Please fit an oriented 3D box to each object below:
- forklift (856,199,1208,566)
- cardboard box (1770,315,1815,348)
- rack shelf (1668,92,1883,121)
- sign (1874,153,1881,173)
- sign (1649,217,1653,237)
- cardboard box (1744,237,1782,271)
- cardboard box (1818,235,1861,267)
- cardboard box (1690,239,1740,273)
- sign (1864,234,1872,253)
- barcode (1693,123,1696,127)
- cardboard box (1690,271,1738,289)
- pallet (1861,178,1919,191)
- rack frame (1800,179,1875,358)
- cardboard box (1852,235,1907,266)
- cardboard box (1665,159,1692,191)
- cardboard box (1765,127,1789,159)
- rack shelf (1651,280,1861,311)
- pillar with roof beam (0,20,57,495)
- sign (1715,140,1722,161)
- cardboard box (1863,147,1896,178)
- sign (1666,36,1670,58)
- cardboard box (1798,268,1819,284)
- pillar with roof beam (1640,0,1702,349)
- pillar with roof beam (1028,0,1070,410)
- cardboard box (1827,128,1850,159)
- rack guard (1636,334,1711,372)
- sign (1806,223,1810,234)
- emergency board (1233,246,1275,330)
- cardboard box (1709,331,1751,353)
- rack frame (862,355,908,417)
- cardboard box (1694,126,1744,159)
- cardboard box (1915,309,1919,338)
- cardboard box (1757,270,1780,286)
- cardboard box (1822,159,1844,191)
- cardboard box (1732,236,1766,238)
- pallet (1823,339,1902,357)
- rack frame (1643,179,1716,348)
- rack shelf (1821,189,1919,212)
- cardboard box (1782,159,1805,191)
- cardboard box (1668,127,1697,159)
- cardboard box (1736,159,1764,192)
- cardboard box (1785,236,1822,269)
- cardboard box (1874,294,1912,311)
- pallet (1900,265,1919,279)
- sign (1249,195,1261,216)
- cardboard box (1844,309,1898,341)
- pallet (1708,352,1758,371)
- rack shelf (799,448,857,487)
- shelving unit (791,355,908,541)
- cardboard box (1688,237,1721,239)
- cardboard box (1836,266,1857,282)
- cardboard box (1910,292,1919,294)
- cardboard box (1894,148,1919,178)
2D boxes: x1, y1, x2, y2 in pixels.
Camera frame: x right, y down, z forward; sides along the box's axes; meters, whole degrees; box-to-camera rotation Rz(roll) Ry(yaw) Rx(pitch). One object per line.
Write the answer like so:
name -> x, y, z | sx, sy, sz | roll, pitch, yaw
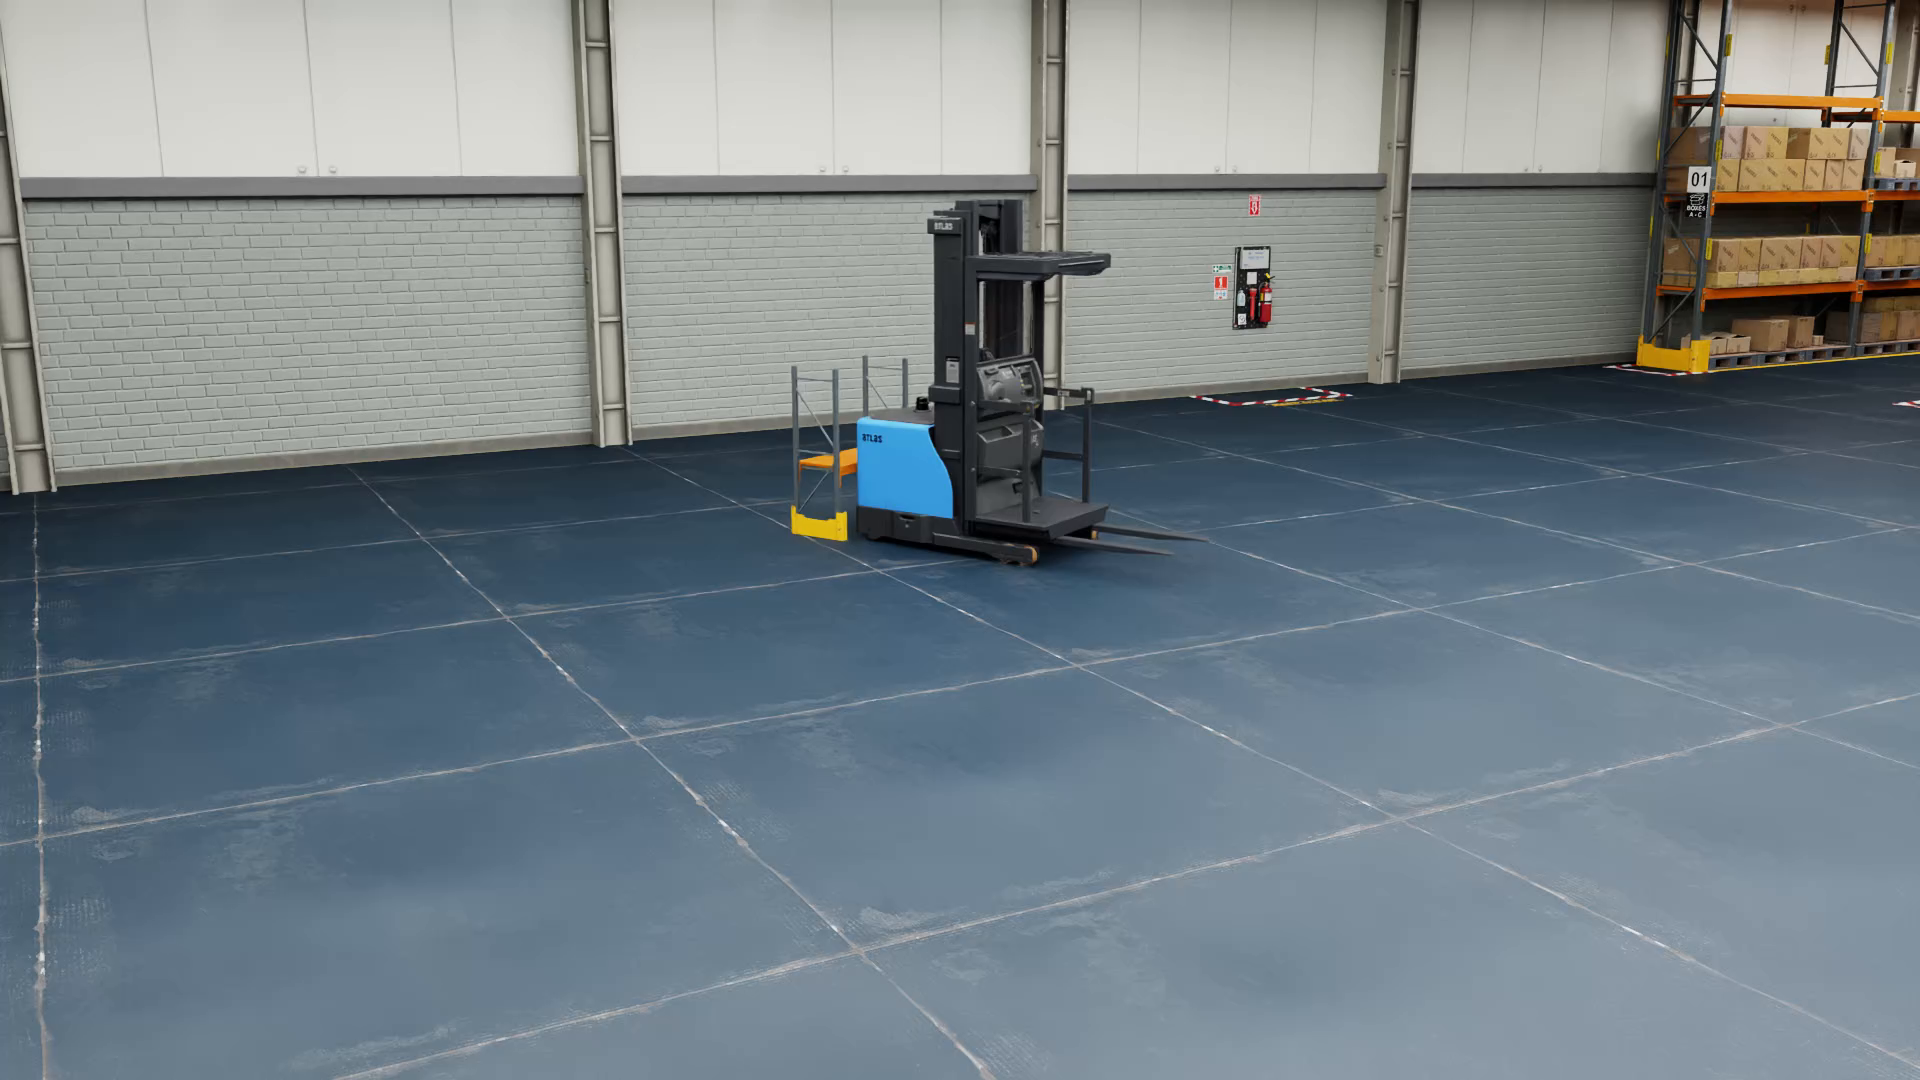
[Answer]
forklift -> 0.595, -1.345, 13.909 | 3.031, 2.935, 1.130 | 8, 15, 33
cardboard box -> 14.114, -3.549, 28.241 | 0.500, 0.500, 0.500 | -8, 15, -32
rack shelf -> 13.251, -7.035, 27.020 | 4.000, 0.370, 1.077 | -7, 14, -28
sign -> 15.273, -6.283, 27.687 | 0.005, 0.325, 0.100 | -7, 14, -28
sign -> 11.247, -5.079, 26.987 | 0.005, 0.325, 0.100 | -7, 14, -28
cardboard box -> 12.953, -4.648, 27.020 | 0.500, 0.500, 0.500 | -7, 15, -30
cardboard box -> 14.739, -4.864, 27.980 | 0.500, 0.500, 0.500 | -7, 14, -28
cardboard box -> 12.058, -4.545, 26.562 | 0.500, 0.500, 0.500 | -7, 14, -28
sign -> 15.273, -4.990, 27.978 | 0.005, 0.325, 0.100 | -7, 14, -28
barcode -> 11.879, -6.714, 26.908 | 0.075, 0.075, 0.001 | -7, 14, -28
cardboard box -> 12.076, -4.177, 26.634 | 0.500, 0.250, 0.500 | -7, 15, -29
pallet -> 15.599, -6.087, 28.422 | 1.003, 0.211, 1.213 | -7, 14, -28
rack frame -> 15.006, -4.671, 28.534 | 0.127, 3.000, 1.000 | -7, 14, -28
cardboard box -> 15.963, -5.039, 28.938 | 0.500, 0.500, 0.700 | -5, 14, -22
cardboard box -> 11.740, -5.865, 26.733 | 0.500, 0.500, 0.500 | -6, 14, -24
cardboard box -> 12.859, -6.353, 26.624 | 0.500, 0.500, 0.500 | -6, 14, -26
rack shelf -> 13.251, -4.110, 27.678 | 4.000, 0.370, 1.077 | -7, 14, -28
pillar with roof beam -> -7.308, -4.063, 12.168 | 0.400, 9.000, 9.100 | -7, 14, -28
sign -> 11.755, -6.036, 25.774 | 0.005, 0.325, 0.100 | -7, 14, -28
cardboard box -> 15.524, -6.430, 28.334 | 0.500, 0.500, 0.500 | -5, 13, -20
sign -> 11.247, -7.819, 26.370 | 0.005, 0.325, 0.100 | -7, 14, -28
cardboard box -> 13.860, -4.393, 27.593 | 0.500, 0.250, 0.500 | -7, 14, -28
pillar with roof beam -> 13.758, -6.588, 23.387 | 0.400, 9.000, 9.100 | -7, 14, -28
pillar with roof beam -> 3.225, -5.326, 17.777 | 0.400, 9.000, 9.100 | -7, 14, -28
cardboard box -> 14.218, -6.516, 27.348 | 0.500, 0.500, 0.500 | -6, 14, -25
rack guard -> 11.562, -3.039, 26.974 | 0.348, 0.500, 1.175 | -7, 14, -28
sign -> 14.737, -5.343, 28.880 | 0.005, 0.325, 0.100 | -7, 14, -28
emergency board -> 4.241, -3.607, 23.805 | 0.643, 1.169, 0.194 | -7, 14, -28
cardboard box -> 12.646, -3.269, 27.424 | 0.500, 0.311, 0.500 | -6, 14, -23
rack frame -> -0.688, -0.945, 15.393 | 0.500, 1.500, 0.032 | 9, 15, 33
cardboard box -> 11.950, -6.254, 26.184 | 0.500, 0.500, 0.500 | -8, 15, -32
cardboard box -> 16.980, -3.912, 29.851 | 0.500, 0.500, 0.700 | -7, 14, -28
cardboard box -> 12.975, -4.287, 27.122 | 0.500, 0.250, 0.500 | -7, 15, -29
cardboard box -> 14.231, -6.042, 27.518 | 0.500, 0.500, 0.500 | -8, 15, -33
cardboard box -> 13.147, -4.803, 27.706 | 0.500, 0.500, 0.500 | -7, 14, -27
pallet -> 15.689, -3.393, 29.205 | 1.213, 0.211, 1.003 | -7, 14, -28
rack frame -> 11.495, -4.250, 26.664 | 0.127, 3.000, 1.000 | -7, 14, -28
rack shelf -> 16.762, -5.994, 29.218 | 4.000, 0.370, 1.077 | -7, 14, -28
cardboard box -> 13.311, -5.925, 26.999 | 0.500, 0.500, 0.500 | -6, 14, -24
cardboard box -> 11.748, -6.356, 26.637 | 0.500, 0.500, 0.500 | -6, 14, -25
cardboard box -> 12.397, -5.809, 26.484 | 0.500, 0.500, 0.500 | -6, 14, -24
cardboard box -> 13.857, -4.760, 27.516 | 0.500, 0.500, 0.500 | -7, 15, -29
cardboard box -> 16.484, -4.215, 29.491 | 0.500, 0.250, 0.500 | -7, 15, -29
pallet -> 16.799, -4.782, 29.464 | 1.213, 0.211, 1.003 | -7, 14, -28
sign -> 4.187, -4.756, 23.632 | 0.199, 0.298, 0.001 | -7, 14, -28
cardboard box -> 16.074, -3.811, 29.403 | 0.500, 0.500, 0.700 | -7, 15, -29
pallet -> 12.292, -2.977, 27.355 | 1.213, 0.211, 1.003 | -7, 14, -28
rack shelf -> -0.974, -0.677, 15.022 | 0.538, 0.185, 1.000 | 9, 15, 33
shelving unit -> -0.969, -0.855, 14.990 | 0.587, 1.500, 1.083 | 9, 15, 33
cardboard box -> 12.254, -4.694, 27.225 | 0.500, 0.500, 0.500 | -7, 14, -27
cardboard box -> 14.736, -4.500, 28.067 | 0.500, 0.250, 0.500 | -7, 14, -28
cardboard box -> 17.380, -4.319, 29.953 | 0.500, 0.250, 0.500 | -7, 14, -27
cardboard box -> 16.607, -6.560, 28.911 | 0.500, 0.500, 0.500 | -7, 15, -30
